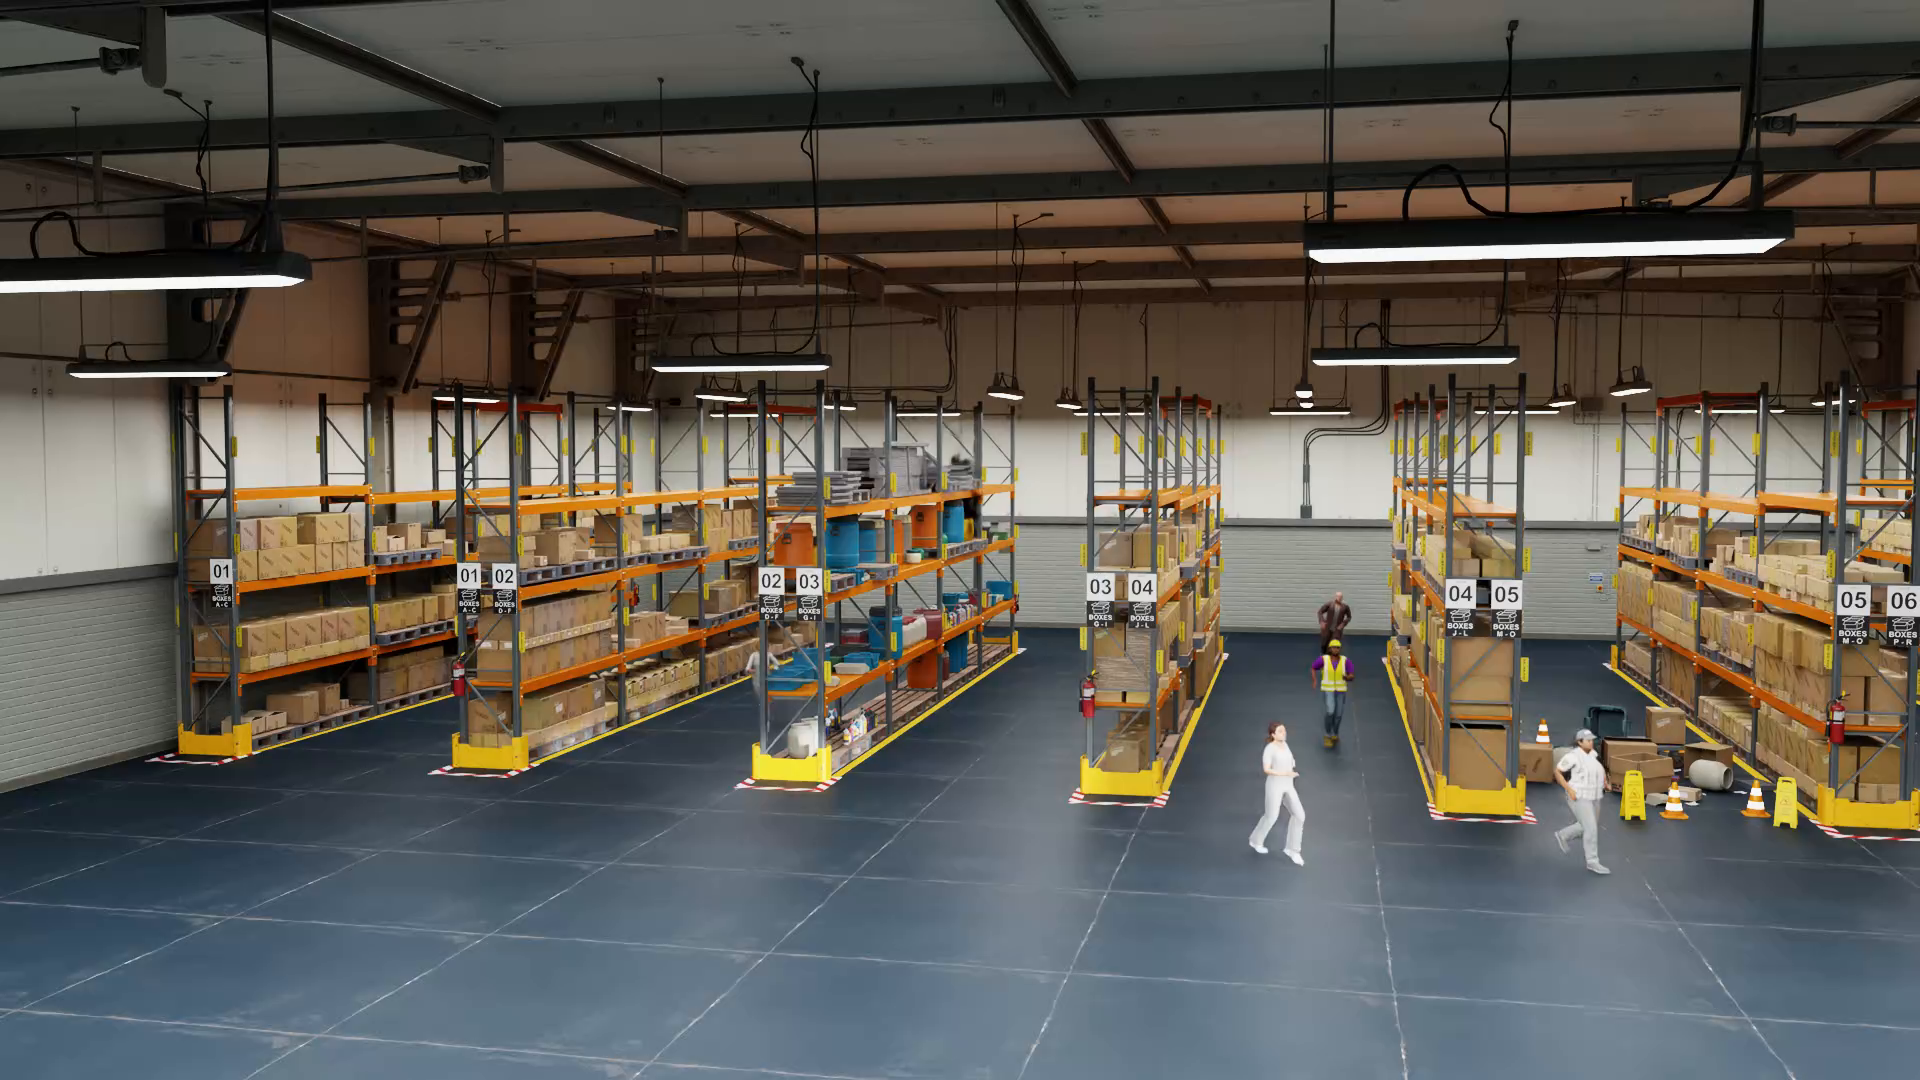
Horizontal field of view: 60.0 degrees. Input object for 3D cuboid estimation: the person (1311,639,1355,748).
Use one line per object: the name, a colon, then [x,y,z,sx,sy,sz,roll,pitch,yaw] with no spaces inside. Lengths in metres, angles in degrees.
person: [6.254,2.570,27.813,0.676,1.819,0.750,0,3,0]

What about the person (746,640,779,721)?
person: [-3.488,2.554,29.245,0.528,1.631,0.751,0,3,8]

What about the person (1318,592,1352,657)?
person: [8.569,2.030,38.028,0.754,1.696,0.687,1,3,11]

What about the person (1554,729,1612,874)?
person: [7.401,3.066,19.776,0.636,1.645,0.856,-2,4,-30]

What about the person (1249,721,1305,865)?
person: [3.840,3.047,20.168,0.570,1.714,0.773,-2,4,-37]
